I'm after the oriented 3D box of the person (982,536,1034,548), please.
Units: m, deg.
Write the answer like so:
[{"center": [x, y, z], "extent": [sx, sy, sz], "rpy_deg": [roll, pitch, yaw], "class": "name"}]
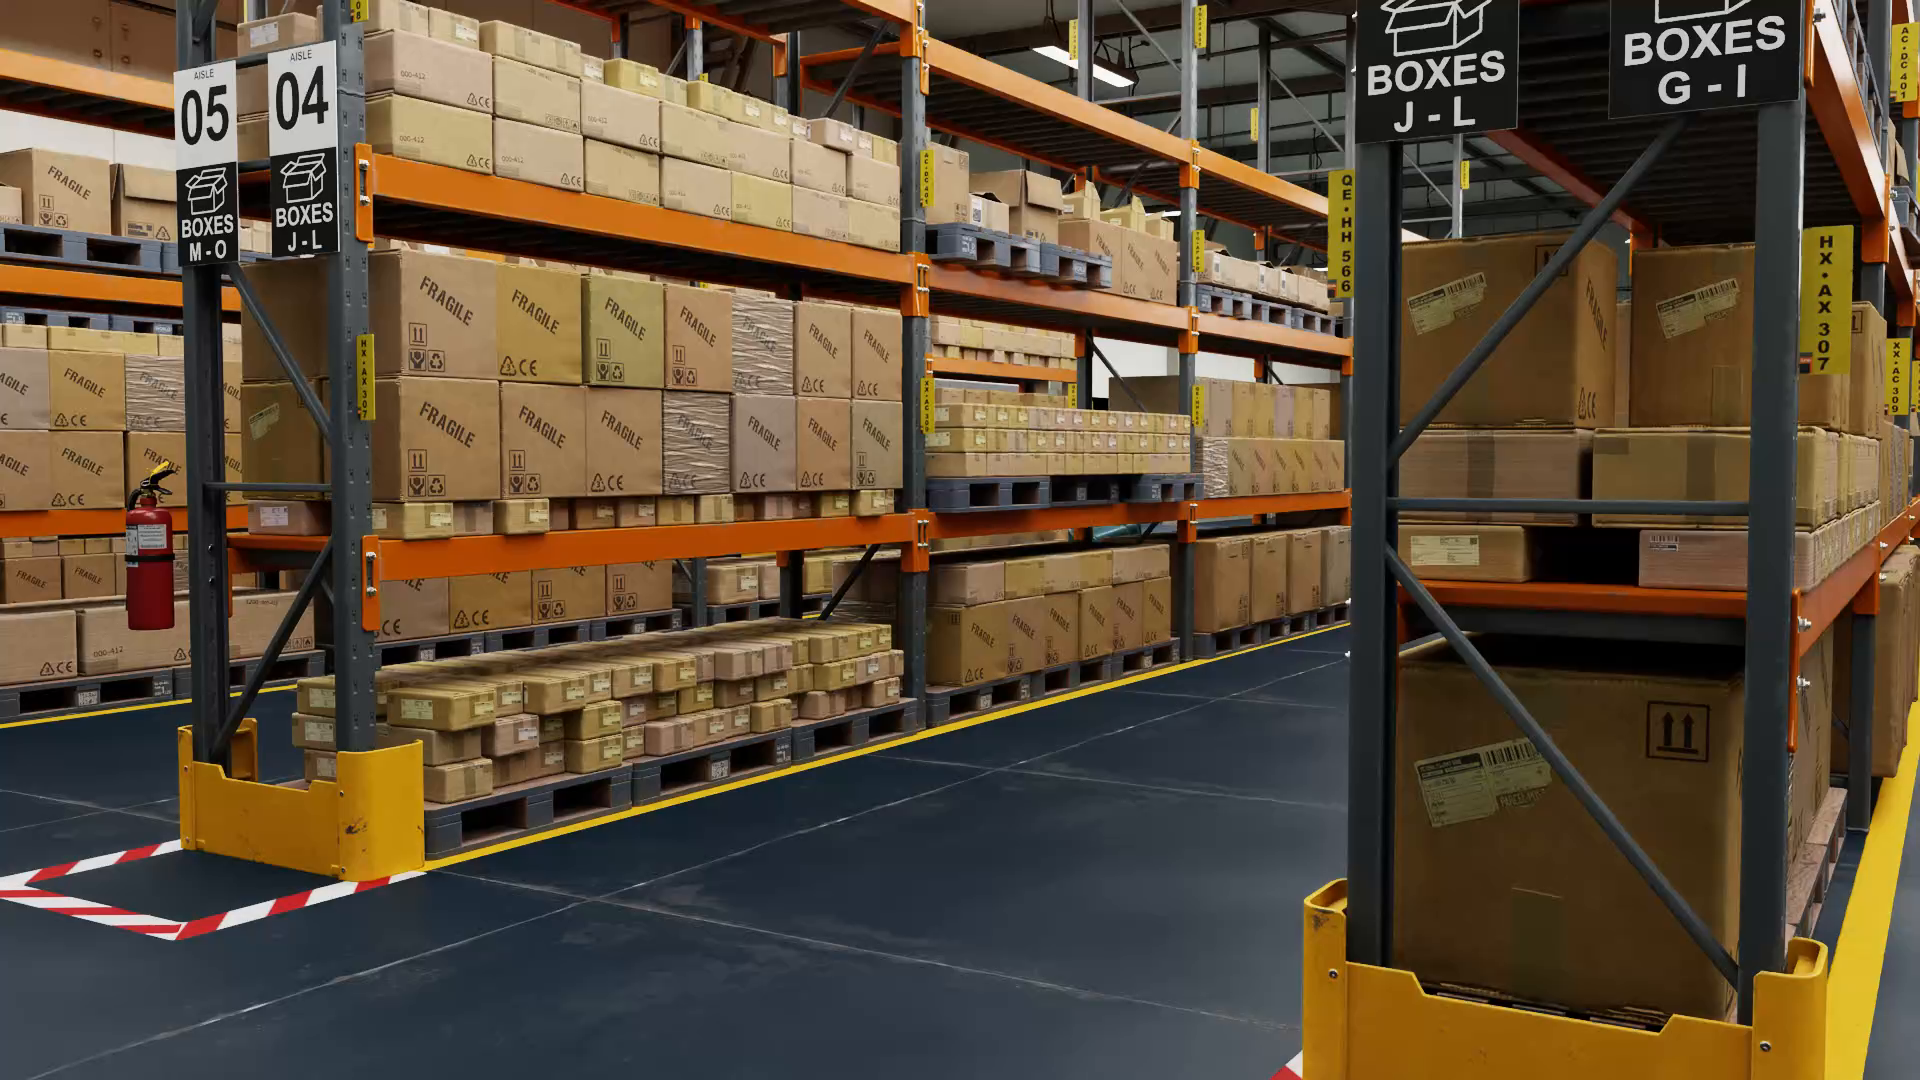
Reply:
[{"center": [0.639, 0.419, 15.637], "extent": [0.950, 0.906, 0.520], "rpy_deg": [2, 3, 29], "class": "person"}]
